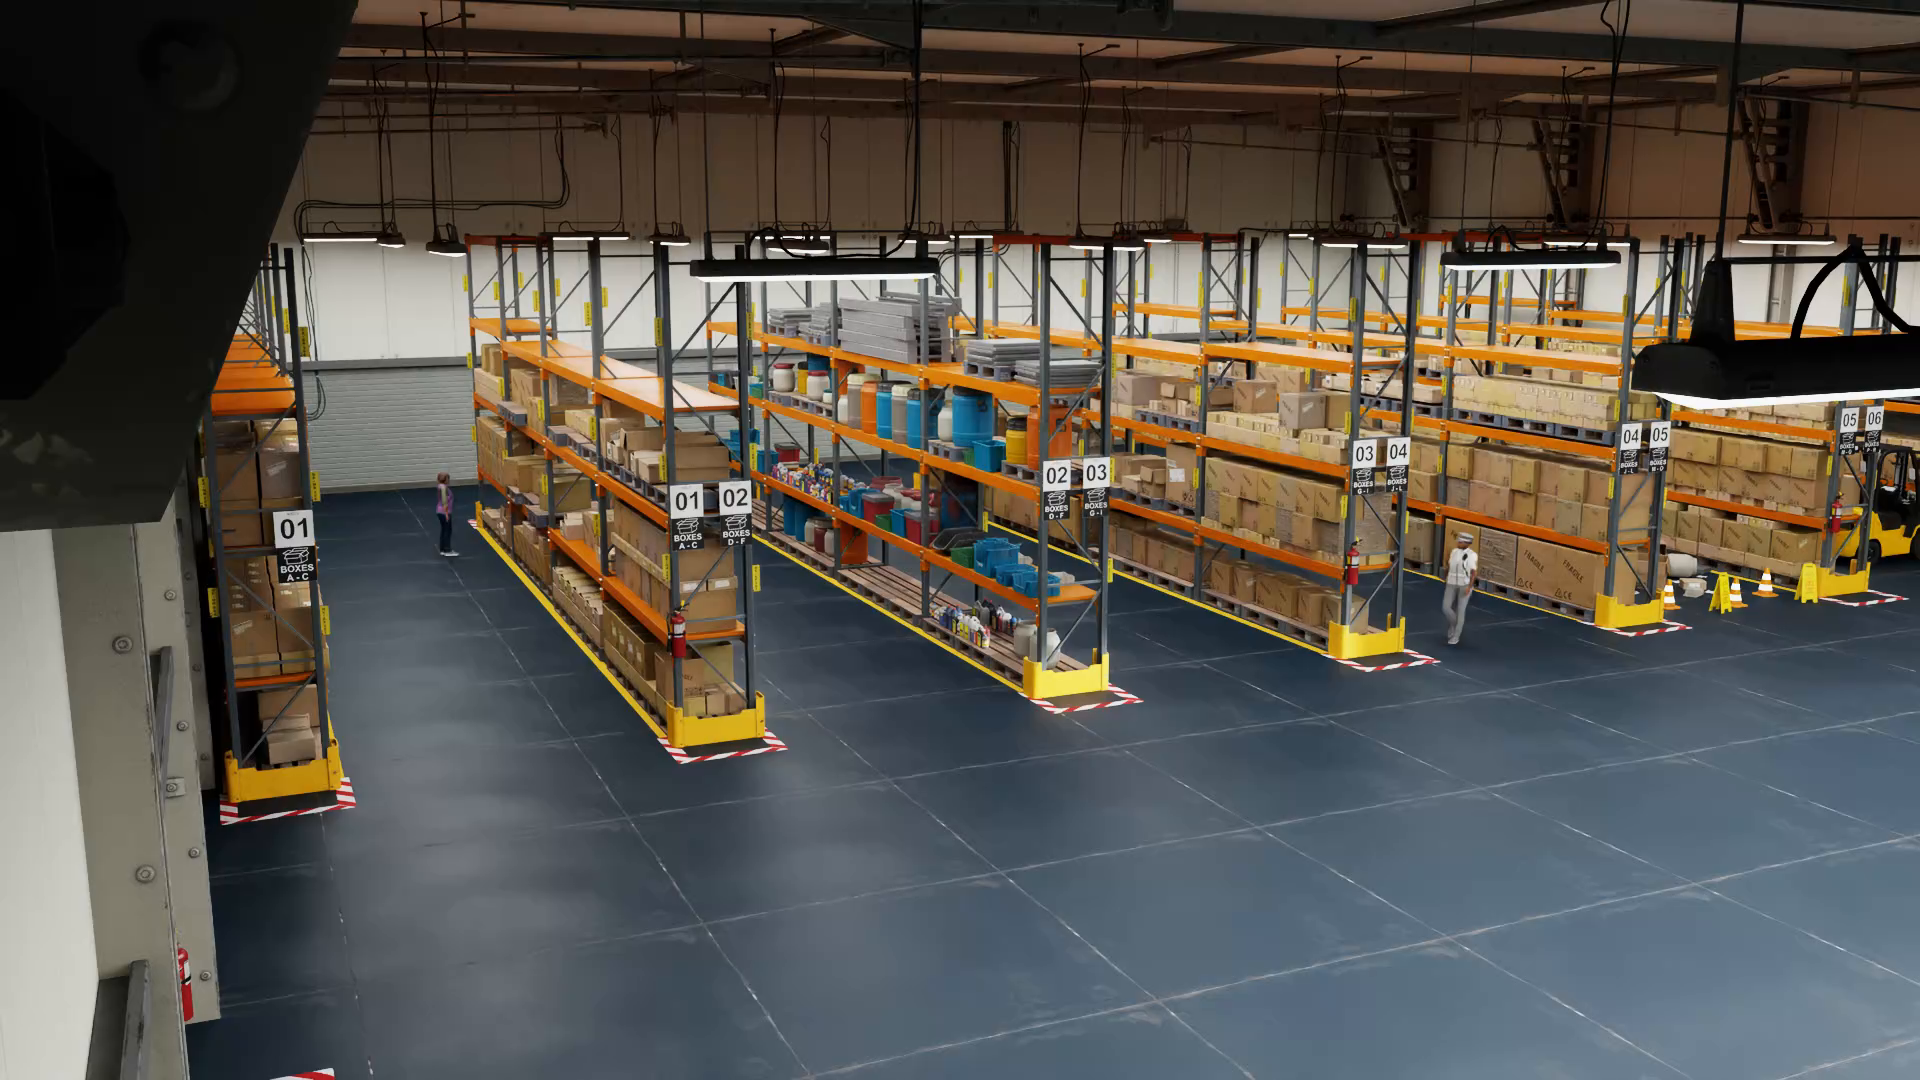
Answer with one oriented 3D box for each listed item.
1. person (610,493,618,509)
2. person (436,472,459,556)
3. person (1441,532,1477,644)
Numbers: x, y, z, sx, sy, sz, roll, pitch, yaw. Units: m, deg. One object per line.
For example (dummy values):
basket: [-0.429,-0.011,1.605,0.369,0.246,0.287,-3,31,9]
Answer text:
person: [-6.300,-0.462,31.260,0.560,1.622,1.064,-6,12,-27]
person: [-9.701,-0.496,31.418,0.358,1.599,0.484,-5,12,-24]
person: [7.515,0.708,25.083,0.501,1.658,0.595,7,13,31]
